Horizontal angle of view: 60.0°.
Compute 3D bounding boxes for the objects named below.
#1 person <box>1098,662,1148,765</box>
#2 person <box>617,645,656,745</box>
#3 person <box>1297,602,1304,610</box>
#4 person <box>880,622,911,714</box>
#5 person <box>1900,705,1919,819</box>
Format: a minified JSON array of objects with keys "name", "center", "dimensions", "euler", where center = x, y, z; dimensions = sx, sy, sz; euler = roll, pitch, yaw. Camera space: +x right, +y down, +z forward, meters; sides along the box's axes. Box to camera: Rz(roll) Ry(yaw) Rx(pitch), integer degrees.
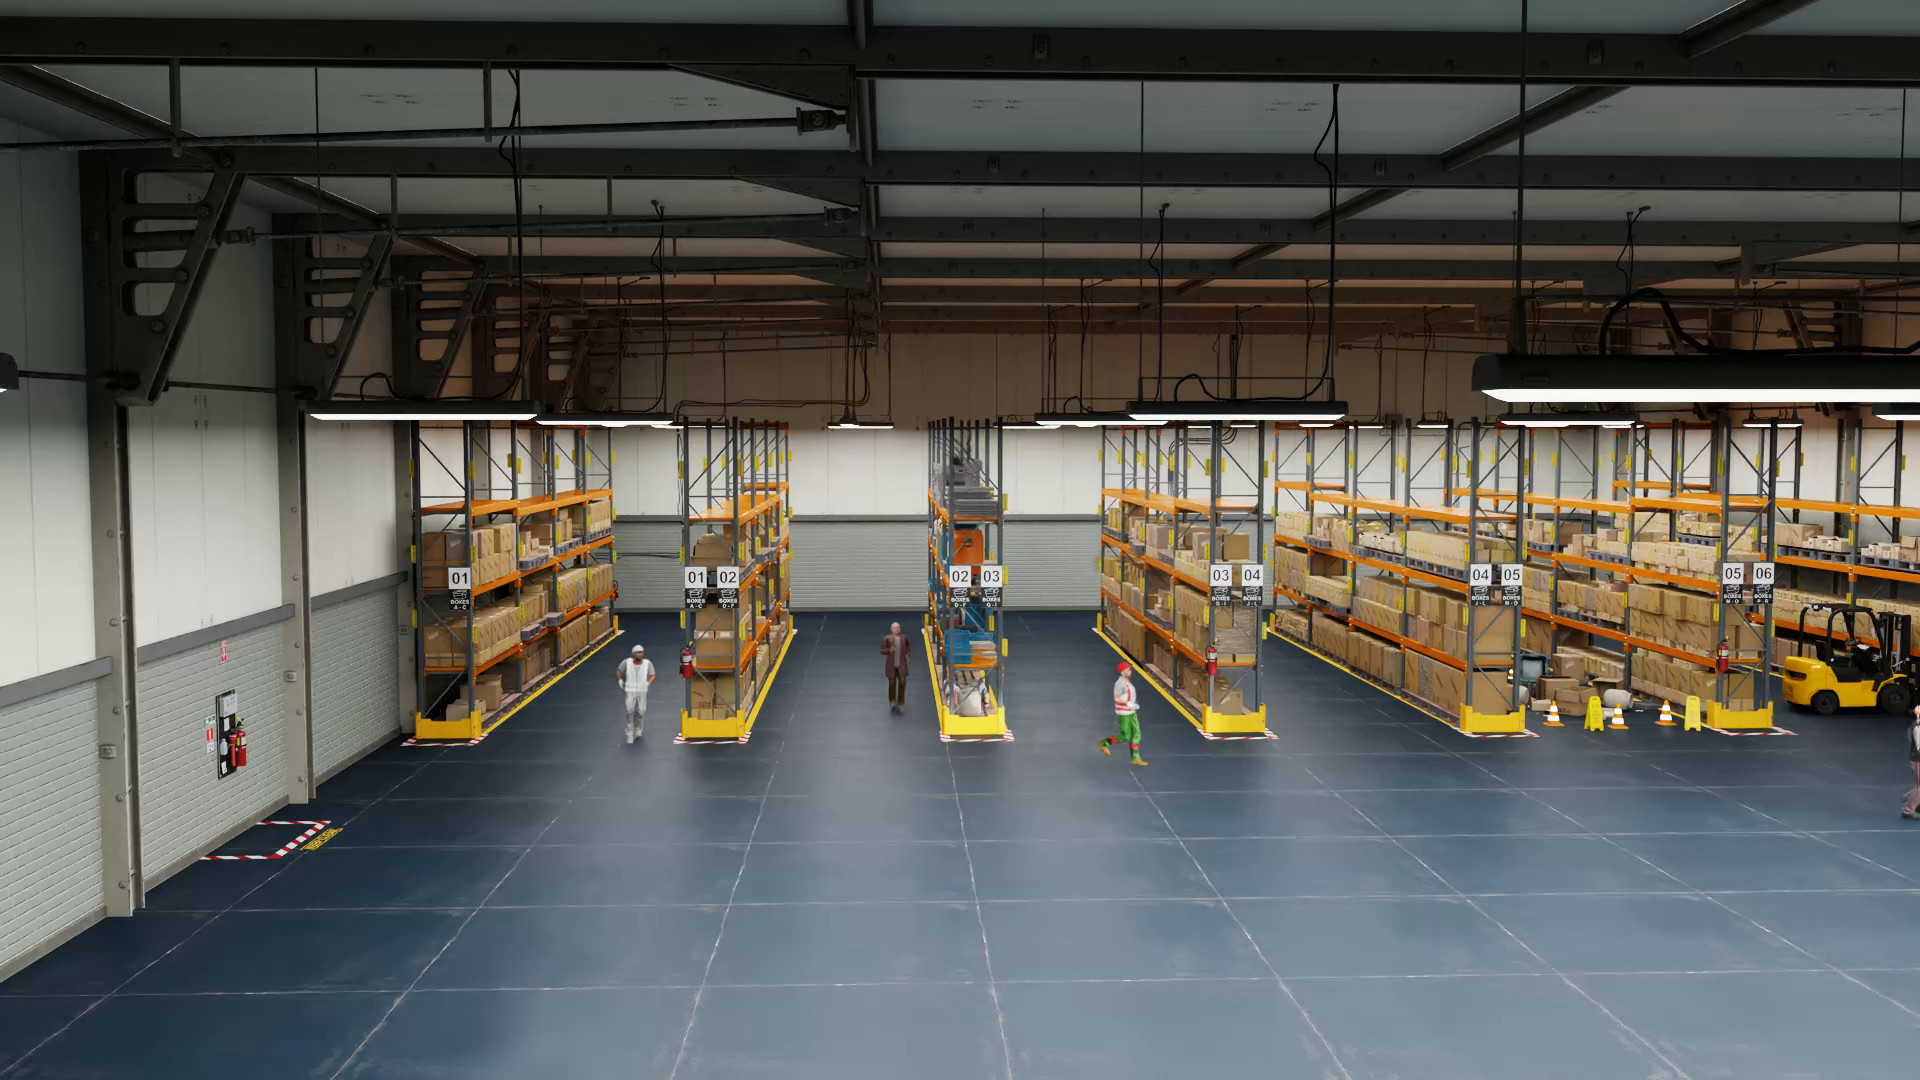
[{"name":"person","center":[2.816,2.973,28.566],"dimensions":[0.888,1.769,0.655],"euler":[2,4,25]},{"name":"person","center":[-5.975,2.839,30.741],"dimensions":[0.683,1.817,0.724],"euler":[-1,4,-17]},{"name":"person","center":[10.148,1.778,49.098],"dimensions":[0.627,1.597,0.680],"euler":[2,4,32]},{"name":"person","center":[-1.310,2.599,34.071],"dimensions":[0.685,1.831,0.831],"euler":[-1,4,-9]},{"name":"person","center":[14.224,3.273,24.450],"dimensions":[0.638,1.686,0.638],"euler":[3,5,34]}]
